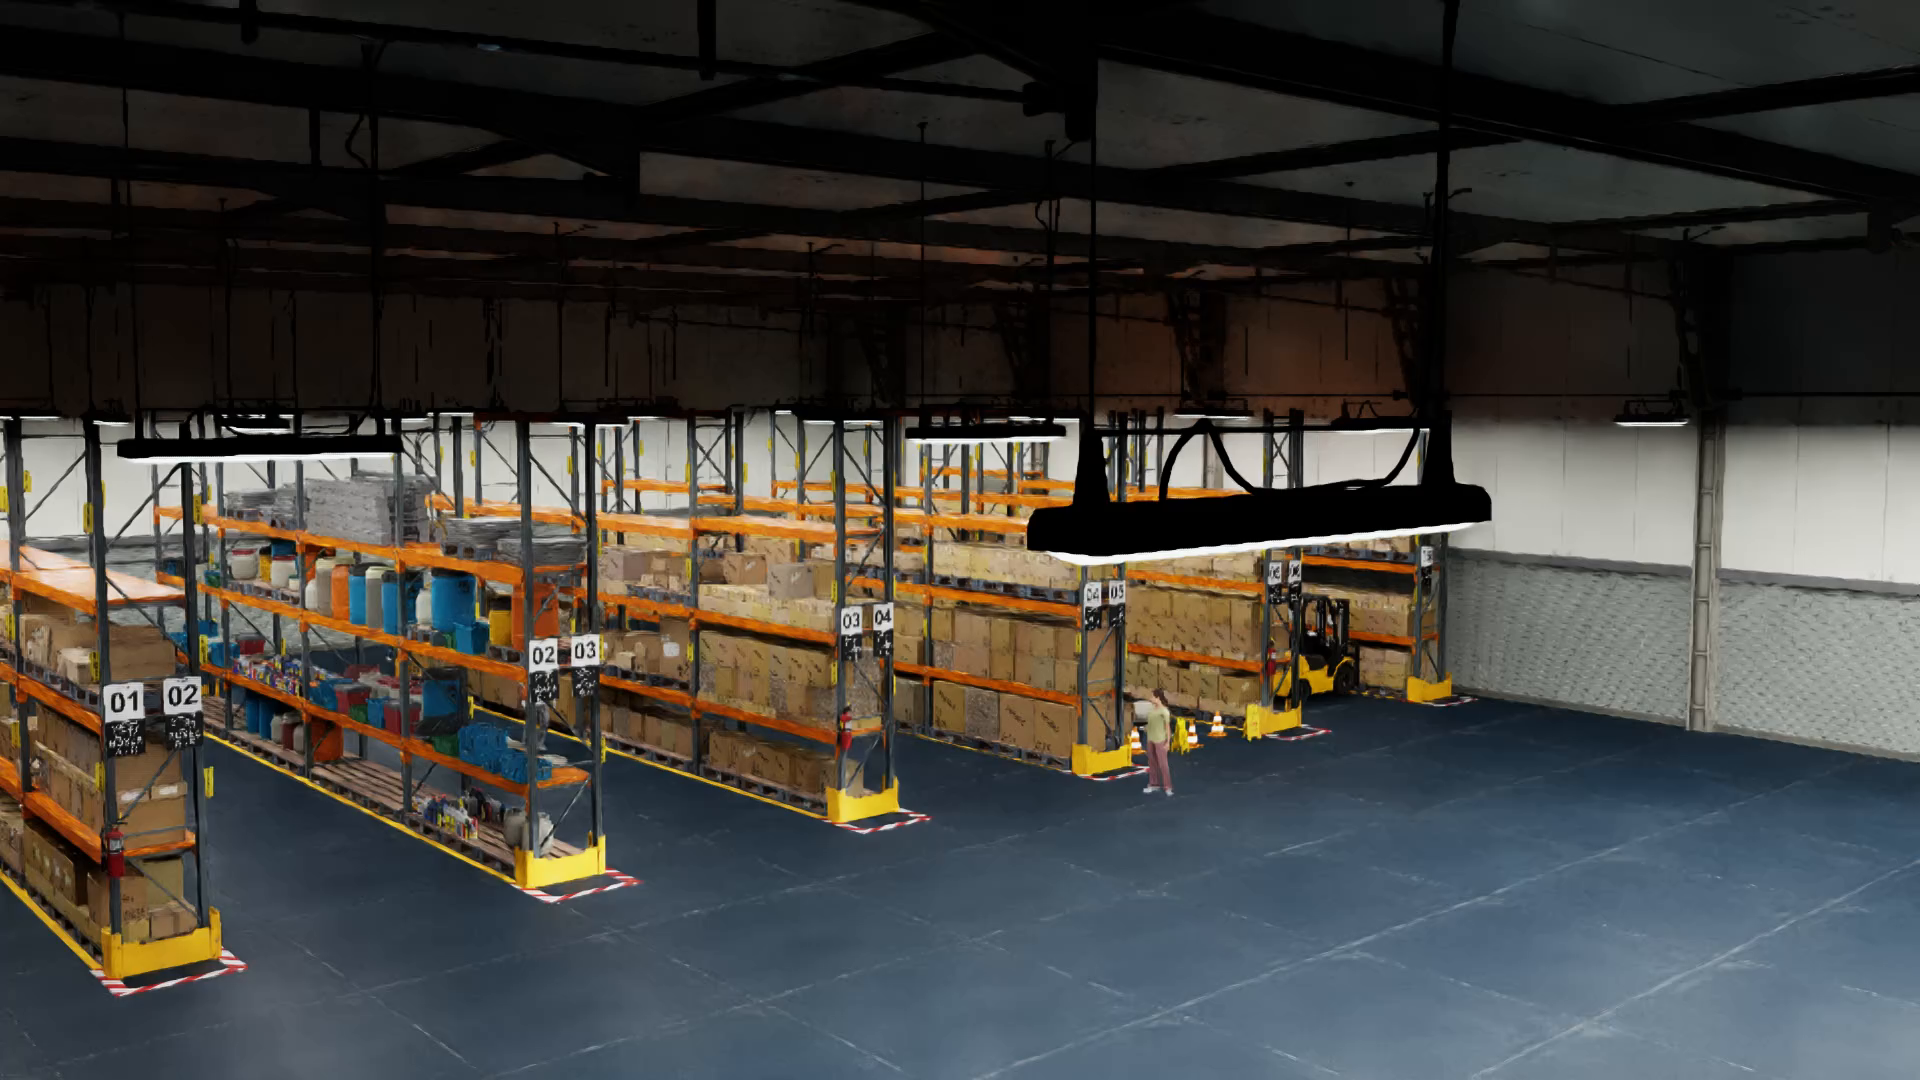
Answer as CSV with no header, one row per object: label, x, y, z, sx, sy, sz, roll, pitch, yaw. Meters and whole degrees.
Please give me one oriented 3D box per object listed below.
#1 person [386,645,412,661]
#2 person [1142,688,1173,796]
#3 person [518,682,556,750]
person,-13.237,2.098,39.393,0.786,1.525,0.554,3,6,31
person,3.150,3.178,26.265,0.383,1.673,0.567,-3,6,-33
person,-7.468,2.891,29.419,0.702,1.735,0.549,-5,7,-42
